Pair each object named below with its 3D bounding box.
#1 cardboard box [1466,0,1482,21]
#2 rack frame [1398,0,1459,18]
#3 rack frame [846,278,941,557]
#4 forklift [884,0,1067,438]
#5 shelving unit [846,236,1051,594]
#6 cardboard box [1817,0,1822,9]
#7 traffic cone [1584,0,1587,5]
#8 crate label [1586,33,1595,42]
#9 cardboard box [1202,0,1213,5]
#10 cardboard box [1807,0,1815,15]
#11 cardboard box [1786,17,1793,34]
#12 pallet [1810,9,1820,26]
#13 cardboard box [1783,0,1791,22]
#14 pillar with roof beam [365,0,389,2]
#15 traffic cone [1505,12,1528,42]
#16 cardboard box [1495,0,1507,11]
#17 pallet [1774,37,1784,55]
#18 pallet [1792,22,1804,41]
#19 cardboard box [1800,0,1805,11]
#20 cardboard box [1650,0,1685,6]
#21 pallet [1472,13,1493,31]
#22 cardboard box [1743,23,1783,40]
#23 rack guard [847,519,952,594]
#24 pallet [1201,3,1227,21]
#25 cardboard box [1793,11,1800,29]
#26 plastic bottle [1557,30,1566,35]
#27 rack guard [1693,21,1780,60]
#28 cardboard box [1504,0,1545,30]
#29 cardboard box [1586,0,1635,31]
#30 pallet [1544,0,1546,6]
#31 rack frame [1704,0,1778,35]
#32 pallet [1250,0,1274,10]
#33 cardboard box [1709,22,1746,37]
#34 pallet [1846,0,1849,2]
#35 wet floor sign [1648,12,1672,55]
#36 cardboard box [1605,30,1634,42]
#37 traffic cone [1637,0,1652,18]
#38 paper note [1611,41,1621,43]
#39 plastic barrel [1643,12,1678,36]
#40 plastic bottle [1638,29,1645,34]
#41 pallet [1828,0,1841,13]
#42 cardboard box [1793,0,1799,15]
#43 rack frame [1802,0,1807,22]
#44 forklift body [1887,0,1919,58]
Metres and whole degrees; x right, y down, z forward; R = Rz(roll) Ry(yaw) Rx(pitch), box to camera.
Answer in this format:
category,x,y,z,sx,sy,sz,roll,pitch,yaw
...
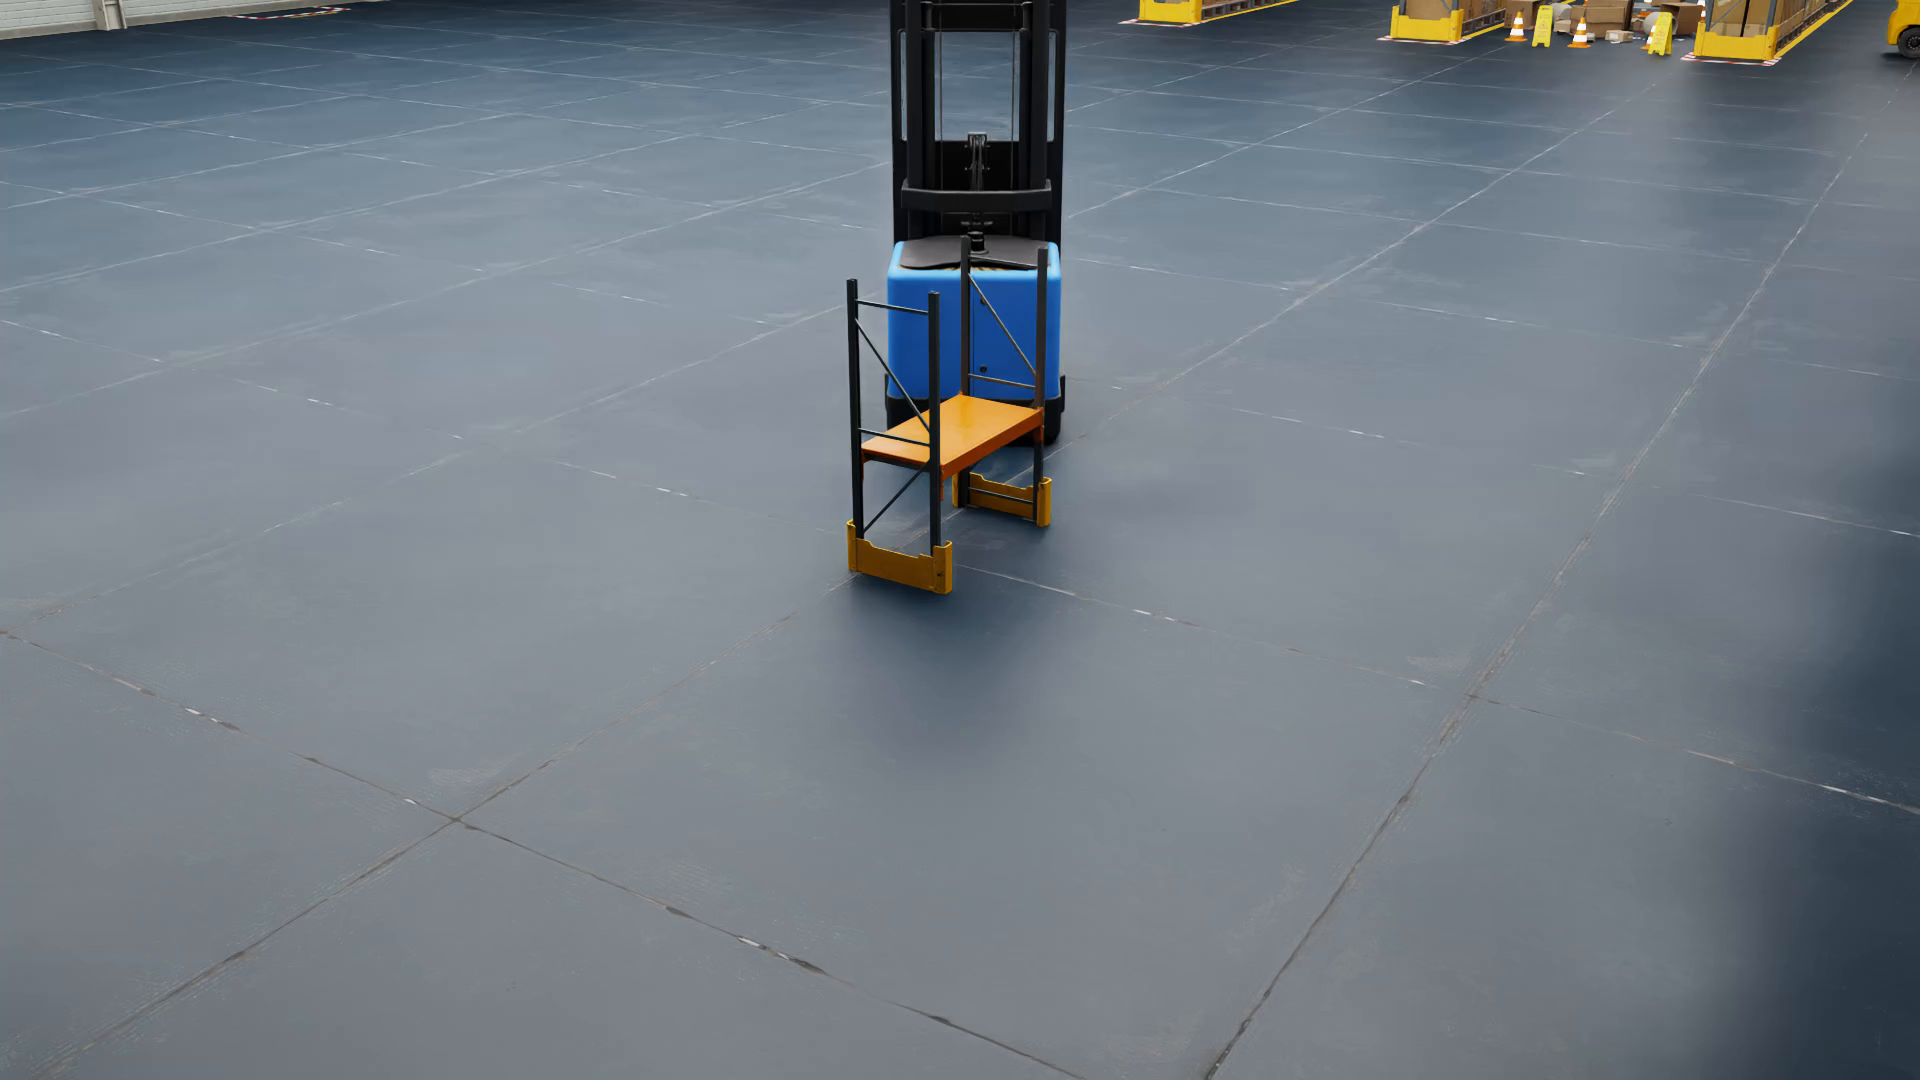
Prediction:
category,x,y,z,sx,sy,sz,roll,pitch,yaw
cardboard box,8.853,-9.859,29.894,0.875,0.875,0.875,13,27,28
rack frame,8.089,-10.101,28.307,1.000,3.000,0.127,14,27,29
rack frame,-0.313,-0.488,7.989,0.500,1.500,0.032,14,27,29
forklift,0.119,-2.498,10.832,1.130,2.935,3.031,1,23,1
shelving unit,-0.040,-0.663,8.393,0.587,1.500,1.083,14,27,29
cardboard box,15.879,-10.345,31.651,0.950,0.372,0.625,13,27,28
traffic cone,12.189,-10.423,32.244,0.336,0.463,0.334,14,27,29
crate label,10.718,-8.596,28.433,0.250,0.136,0.298,1,23,2
cardboard box,4.558,-10.636,32.162,0.500,0.500,0.500,-20,31,-39
cardboard box,15.109,-9.856,30.519,0.950,0.372,0.625,16,28,32
cardboard box,13.561,-8.600,27.774,0.500,0.250,0.500,16,28,32
pallet,15.510,-9.845,31.225,1.003,0.211,1.213,14,27,29
cardboard box,13.292,-8.773,27.227,0.500,0.500,0.500,13,26,27
pillar with roof beam,-8.569,-14.532,30.991,9.100,9.000,0.400,14,27,29
traffic cone,9.576,-8.818,28.538,0.336,0.463,0.334,14,27,29
cardboard box,9.808,-10.471,31.308,0.875,0.875,0.875,14,27,30
pallet,12.846,-8.111,27.219,1.003,0.211,1.213,14,27,29
pallet,14.133,-8.934,29.122,1.003,0.211,1.213,14,27,29
cardboard box,14.374,-9.467,28.831,0.500,0.500,0.500,13,27,28
cardboard box,12.930,-10.011,30.293,0.500,0.500,0.500,14,27,29
pallet,9.089,-9.518,30.470,1.003,0.211,1.213,14,27,29
cardboard box,13.008,-8.243,26.948,0.500,0.250,0.500,14,27,29
rack guard,-0.303,0.079,8.253,0.587,0.250,0.087,14,27,29
pallet,4.427,-10.187,32.017,1.003,0.211,1.213,14,27,29
cardboard box,14.102,-8.941,28.560,0.500,0.250,0.500,13,27,28
plastic bottle,10.638,-8.981,29.420,0.133,0.061,0.283,5,24,11
rack guard,12.388,-7.976,26.546,1.175,0.500,0.348,14,27,29
cardboard box,10.252,-9.566,30.215,0.500,0.500,0.500,20,30,38
cardboard box,11.610,-9.455,29.787,0.797,0.637,0.503,14,27,29
pallet,11.185,-10.861,33.573,1.003,0.211,1.213,14,27,29
rack frame,12.348,-9.098,25.990,1.000,3.000,0.127,14,27,29
pallet,5.714,-11.011,33.919,1.003,0.211,1.213,14,27,29
cardboard box,12.558,-8.366,27.232,0.500,0.250,0.500,14,27,29
pallet,18.335,-11.592,35.261,1.003,0.211,1.213,14,27,29
wet floor sign,11.338,-8.177,26.827,0.232,0.644,0.267,-17,29,-35
cardboard box,11.323,-8.655,28.555,0.250,0.149,0.380,-12,26,-26
traffic cone,13.226,-10.303,31.967,0.336,0.463,0.334,14,27,29
paper note,11.155,-8.471,28.280,0.148,0.019,0.142,5,24,11
plastic barrel,12.151,-8.930,28.845,0.421,0.421,0.512,-7,24,-17
plastic bottle,12.184,-9.057,29.594,0.133,0.061,0.283,20,30,38
pallet,17.048,-10.768,33.359,1.003,0.211,1.213,14,27,29
cardboard box,13.839,-9.122,28.035,0.500,0.500,0.500,15,28,32
rack frame,14.458,-10.448,29.108,1.000,3.000,0.127,14,27,29
forklift body,16.017,-8.692,26.120,2.313,2.155,1.214,14,27,29
